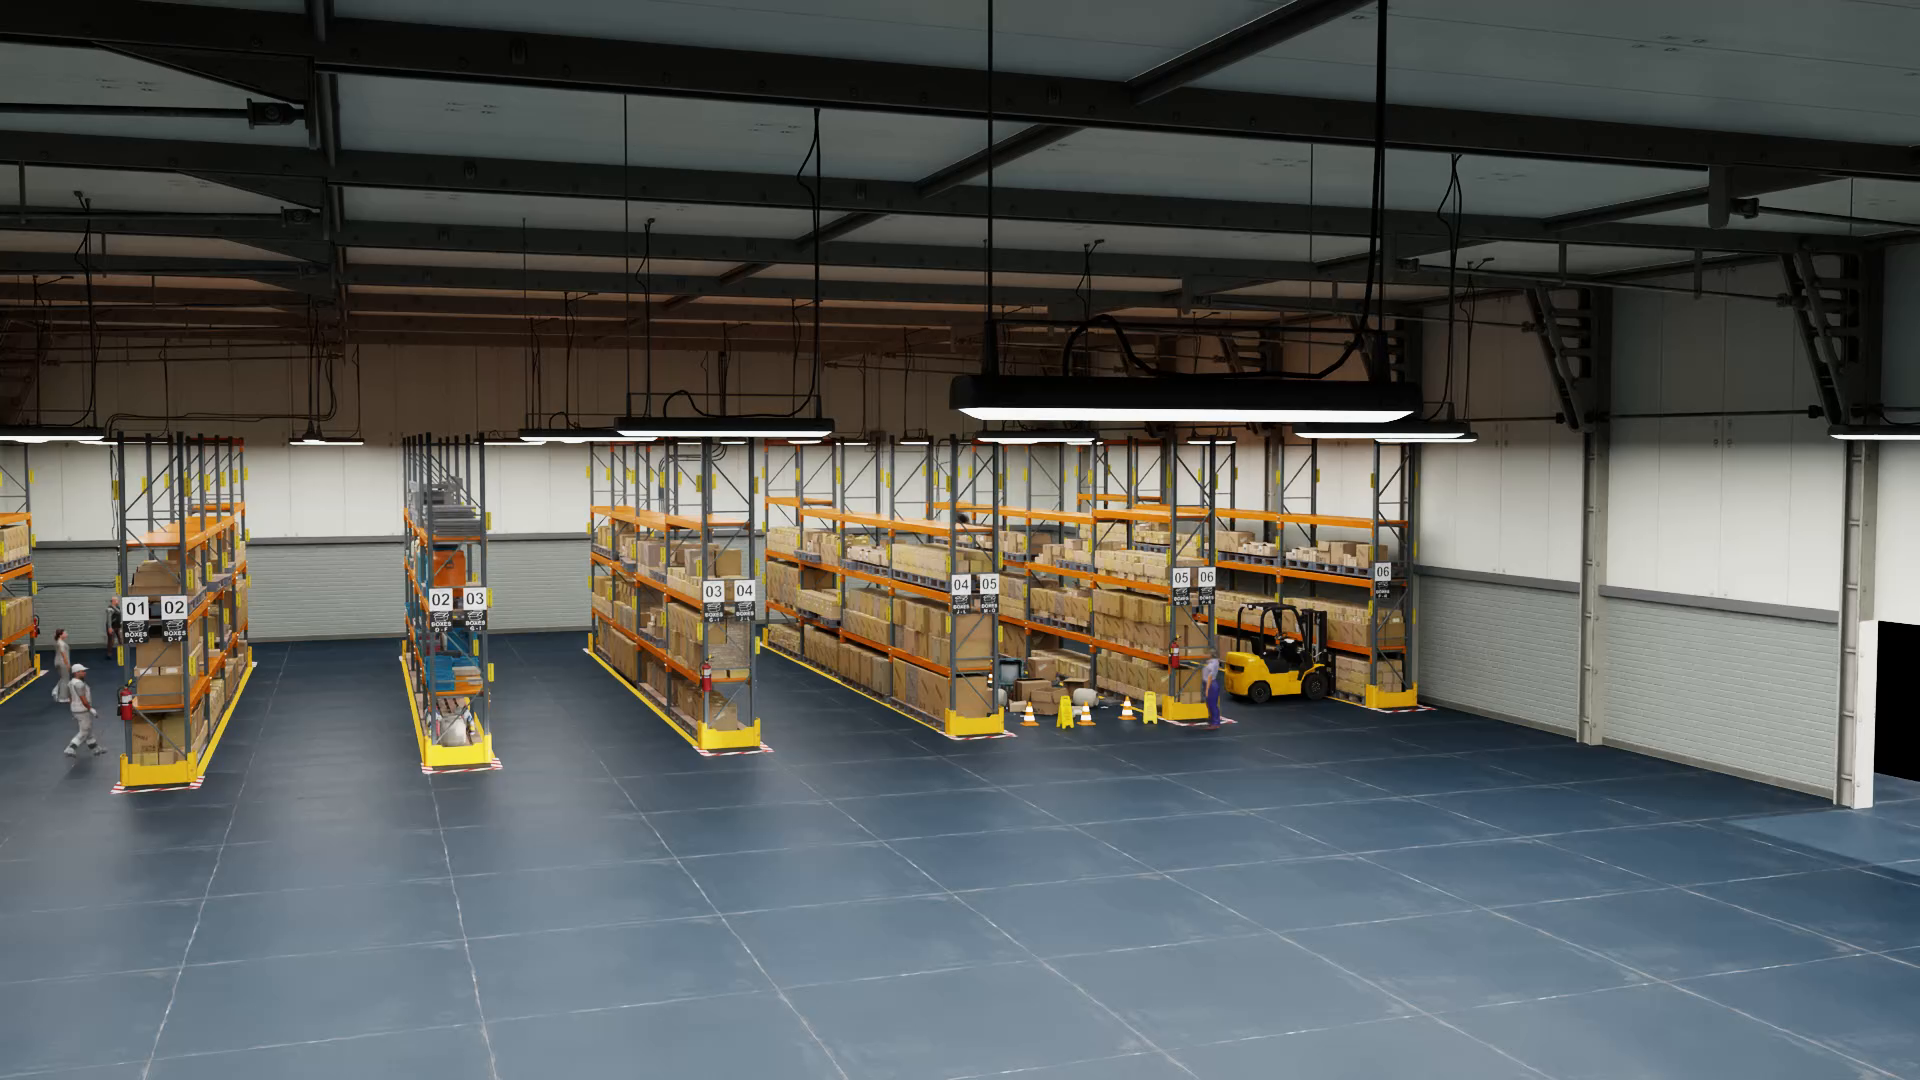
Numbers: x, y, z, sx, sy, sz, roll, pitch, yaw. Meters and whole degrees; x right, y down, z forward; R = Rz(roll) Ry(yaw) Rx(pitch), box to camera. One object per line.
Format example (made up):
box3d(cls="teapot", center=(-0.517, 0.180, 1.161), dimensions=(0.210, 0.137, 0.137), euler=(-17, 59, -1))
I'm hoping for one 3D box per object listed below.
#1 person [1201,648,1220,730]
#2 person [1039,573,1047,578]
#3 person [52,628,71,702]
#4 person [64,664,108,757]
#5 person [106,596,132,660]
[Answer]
box3d(cls="person", center=(5.103, 3.035, 33.883), dimensions=(0.377, 1.673, 0.563), euler=(0, 3, 0))
box3d(cls="person", center=(2.522, 1.858, 51.795), dimensions=(0.498, 1.676, 0.462), euler=(1, 3, 23))
box3d(cls="person", center=(-20.123, 2.806, 37.283), dimensions=(0.448, 1.666, 0.462), euler=(1, 3, 24))
box3d(cls="person", center=(-16.128, 3.152, 30.658), dimensions=(0.602, 1.765, 0.904), euler=(3, 4, 39))
box3d(cls="person", center=(-22.777, 2.383, 44.887), dimensions=(0.647, 1.718, 0.560), euler=(2, 3, 25))
